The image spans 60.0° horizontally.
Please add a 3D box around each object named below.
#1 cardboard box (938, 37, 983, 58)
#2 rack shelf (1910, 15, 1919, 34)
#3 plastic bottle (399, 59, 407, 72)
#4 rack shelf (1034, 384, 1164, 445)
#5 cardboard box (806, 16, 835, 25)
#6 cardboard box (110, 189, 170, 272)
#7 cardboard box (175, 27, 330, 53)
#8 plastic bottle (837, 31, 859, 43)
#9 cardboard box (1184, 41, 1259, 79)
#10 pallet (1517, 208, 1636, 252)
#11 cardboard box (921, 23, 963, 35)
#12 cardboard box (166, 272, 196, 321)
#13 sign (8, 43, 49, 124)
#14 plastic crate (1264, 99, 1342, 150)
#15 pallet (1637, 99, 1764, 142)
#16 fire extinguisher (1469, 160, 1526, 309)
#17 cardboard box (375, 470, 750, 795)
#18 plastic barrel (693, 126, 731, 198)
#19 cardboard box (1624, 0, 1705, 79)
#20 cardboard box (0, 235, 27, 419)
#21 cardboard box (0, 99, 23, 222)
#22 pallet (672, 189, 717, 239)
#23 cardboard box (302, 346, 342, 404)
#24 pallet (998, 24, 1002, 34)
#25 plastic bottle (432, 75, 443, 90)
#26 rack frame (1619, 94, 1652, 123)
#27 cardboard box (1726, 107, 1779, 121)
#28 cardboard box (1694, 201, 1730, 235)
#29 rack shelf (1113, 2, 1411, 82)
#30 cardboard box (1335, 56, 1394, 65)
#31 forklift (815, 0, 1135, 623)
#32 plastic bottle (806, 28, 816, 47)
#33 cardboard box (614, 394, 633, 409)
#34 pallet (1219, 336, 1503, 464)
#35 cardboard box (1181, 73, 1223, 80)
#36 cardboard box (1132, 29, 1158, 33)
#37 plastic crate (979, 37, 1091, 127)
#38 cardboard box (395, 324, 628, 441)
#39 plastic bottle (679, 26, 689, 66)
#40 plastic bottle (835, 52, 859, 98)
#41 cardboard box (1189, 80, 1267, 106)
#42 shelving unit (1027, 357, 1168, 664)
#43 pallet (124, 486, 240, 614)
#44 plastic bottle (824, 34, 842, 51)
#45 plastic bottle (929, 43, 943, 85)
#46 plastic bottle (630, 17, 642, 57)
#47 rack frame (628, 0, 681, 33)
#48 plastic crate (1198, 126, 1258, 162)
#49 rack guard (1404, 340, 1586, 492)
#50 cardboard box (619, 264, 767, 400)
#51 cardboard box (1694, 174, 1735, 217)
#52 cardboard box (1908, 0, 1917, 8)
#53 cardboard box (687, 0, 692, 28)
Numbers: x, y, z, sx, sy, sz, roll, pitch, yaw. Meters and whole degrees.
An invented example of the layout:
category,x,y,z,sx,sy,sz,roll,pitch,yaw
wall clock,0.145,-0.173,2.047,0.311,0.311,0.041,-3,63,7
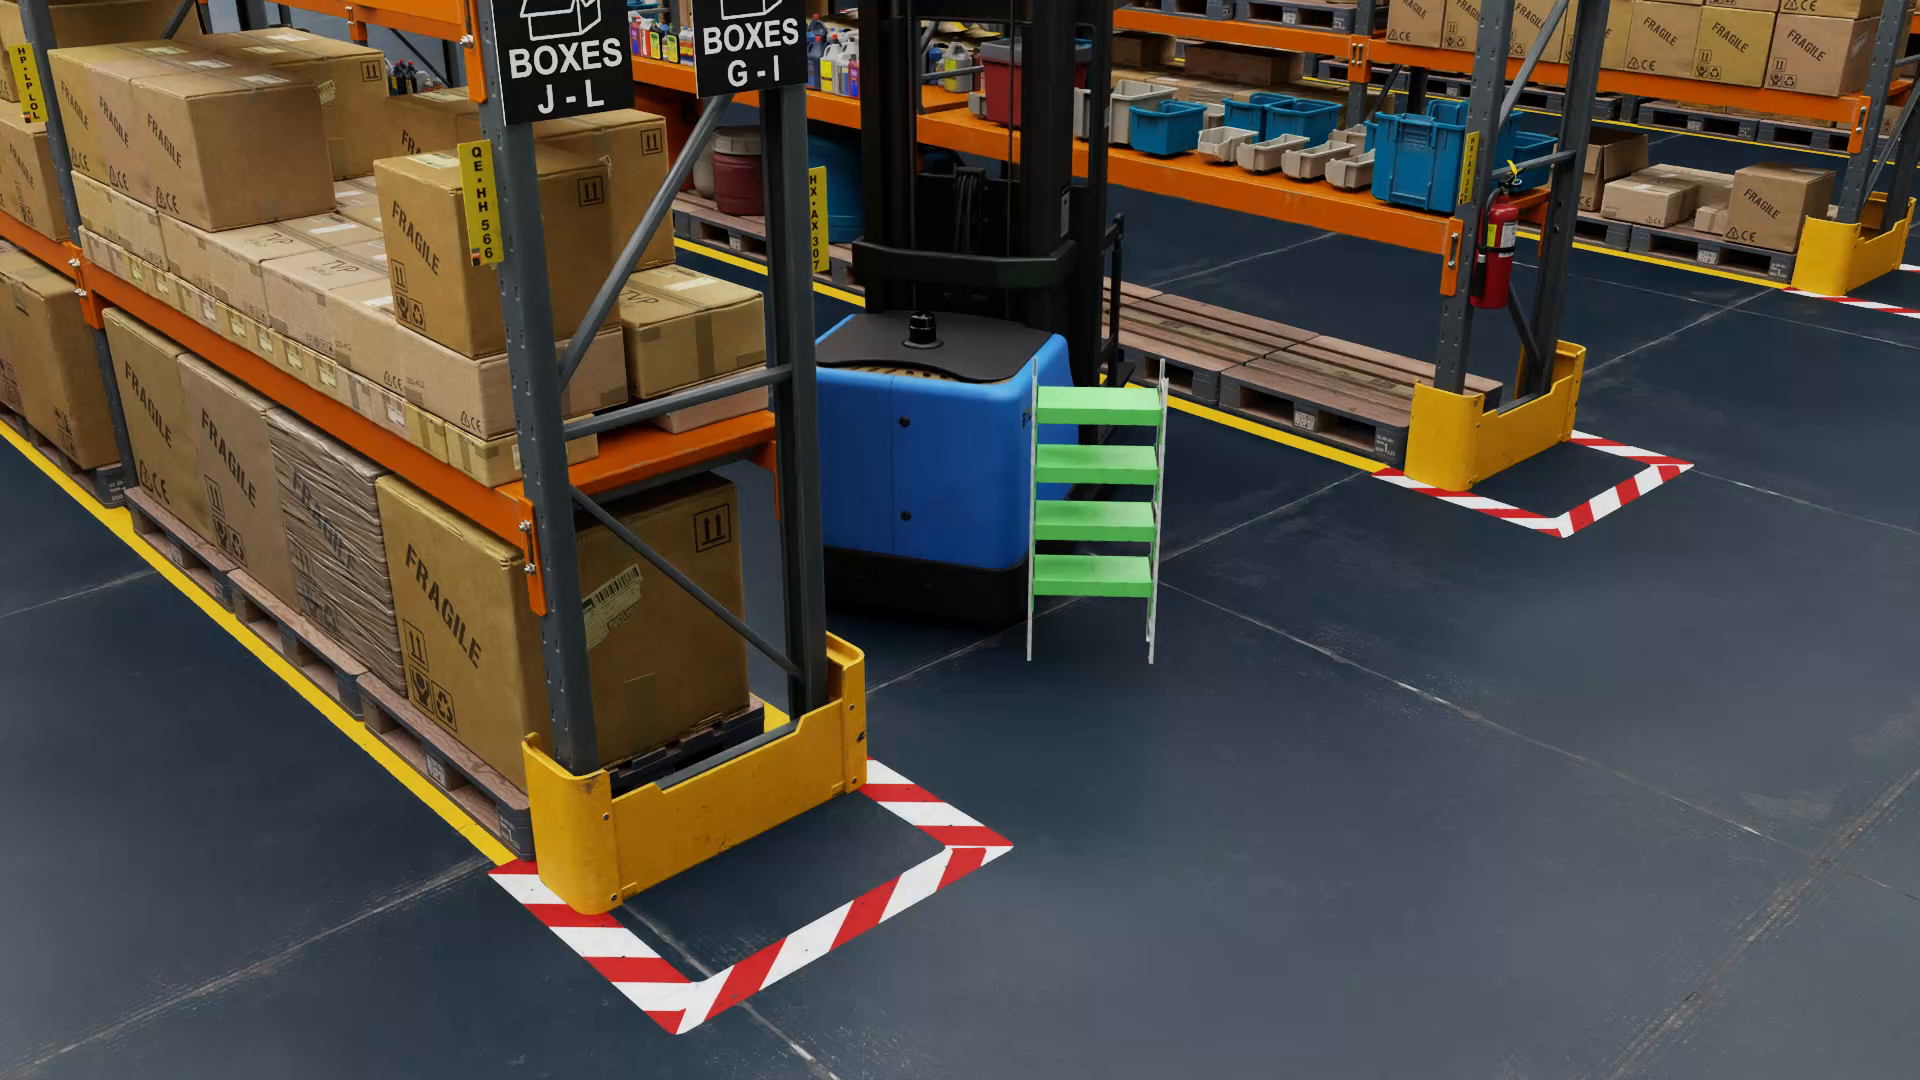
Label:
category,x,y,z,sx,sy,sz,roll,pitch,yaw
cardboard box,0.007,-5.080,17.403,0.500,0.311,0.500,-22,32,-39
rack shelf,8.619,-4.902,15.748,1.077,0.370,4.000,-21,32,-38
plastic bottle,-5.826,-4.863,17.457,0.185,0.351,0.144,22,33,40
rack shelf,0.527,-0.483,6.361,0.480,0.148,0.258,1,25,3
cardboard box,-1.729,-5.852,19.094,0.500,0.311,0.500,-21,32,-38
cardboard box,-3.129,-1.318,6.847,0.500,0.250,0.500,-21,32,-39
cardboard box,-3.086,-1.964,7.361,0.500,0.500,0.500,-20,31,-37
plastic bottle,-0.809,-3.567,12.105,0.152,0.276,0.135,-21,32,-38
cardboard box,2.459,-4.503,15.585,0.500,0.250,0.500,-22,32,-39
pallet,4.945,-2.582,13.155,1.003,0.211,1.213,-21,32,-38
cardboard box,-0.303,-5.545,18.422,0.500,0.311,0.500,-22,32,-39
cardboard box,-2.920,-1.005,6.643,0.380,0.149,0.250,-22,32,-39
sign,-3.985,-1.953,7.118,0.100,0.325,0.005,-21,32,-38
plastic crate,1.926,-2.331,9.375,0.416,0.233,0.300,-21,32,-38
pallet,7.715,-4.314,16.952,1.003,0.211,1.213,-21,32,-38
fire extinguisher,2.526,-1.433,7.820,0.296,0.674,0.183,-21,32,-38
cardboard box,-1.357,0.197,5.759,0.875,0.875,0.875,-21,32,-38
plastic barrel,-1.916,-3.007,13.218,0.421,0.512,0.421,0,25,0
cardboard box,5.173,-3.630,11.972,0.500,0.500,0.500,-21,32,-38
cardboard box,-4.659,-1.303,9.045,0.875,0.875,1.225,22,33,40
cardboard box,-4.447,-1.881,8.139,0.500,0.500,0.500,-20,31,-37
pallet,-2.145,-2.741,13.503,1.003,0.211,1.213,-21,32,-38
cardboard box,-2.044,-0.617,5.791,0.380,0.149,0.250,-22,33,-40
pallet,1.299,-7.184,23.242,1.003,0.211,1.213,-21,32,-38
plastic bottle,-5.346,-4.628,17.038,0.097,0.271,0.097,0,25,0
rack frame,7.252,-5.835,16.927,1.000,3.000,0.127,-21,32,-38
cardboard box,8.029,-4.480,16.462,0.700,0.500,0.500,-22,32,-39
cardboard box,5.610,-2.371,12.217,0.380,0.166,0.250,-21,32,-38
rack shelf,2.271,-4.707,15.321,1.077,0.370,4.000,-21,32,-38
cardboard box,4.925,-6.000,19.372,0.750,0.750,0.750,-22,32,-39
forklift,0.195,-1.580,7.681,1.130,2.935,3.031,8,26,16
plastic bottle,-1.107,-3.626,12.240,0.097,0.271,0.097,0,25,0
cardboard box,-1.039,-0.572,5.692,0.380,0.149,0.250,-22,32,-39
pallet,2.219,-0.805,9.260,1.003,0.211,1.213,-21,32,-38
cardboard box,2.432,-4.173,15.764,0.500,0.500,0.500,22,33,40
cardboard box,2.689,-6.961,21.877,0.700,0.500,0.500,-22,32,-39
plastic crate,0.447,-2.739,9.991,0.402,0.464,0.583,-21,32,-38
cardboard box,-1.386,-0.546,5.156,0.500,0.250,0.500,-22,32,-39
plastic bottle,-2.030,-3.662,12.318,0.097,0.271,0.097,0,25,0
plastic bottle,-0.735,-3.107,11.095,0.152,0.276,0.135,-21,32,-38
cardboard box,2.418,-3.864,15.087,0.500,0.500,0.500,-21,32,-38
shelving unit,0.527,-0.105,6.534,0.503,1.200,0.258,1,25,3
pallet,-3.133,-0.098,7.711,1.003,0.211,1.213,-21,32,-38
plastic bottle,-0.868,-3.285,11.396,0.144,0.351,0.185,-21,32,-38
plastic bottle,-0.169,-3.298,11.520,0.097,0.271,0.097,0,25,0
plastic bottle,-2.463,-3.848,12.712,0.061,0.283,0.133,-21,32,-38
rack frame,-2.714,-4.236,13.422,1.000,3.000,0.127,-21,32,-38
plastic crate,1.453,-2.170,9.137,0.298,0.136,0.250,-21,32,-38
rack guard,2.780,-0.672,8.620,1.175,0.500,0.348,-21,32,-38
cardboard box,-0.992,-0.697,5.486,0.500,0.250,0.500,-22,33,-40
cardboard box,5.866,-2.563,12.536,0.500,0.250,0.500,-21,32,-38
cardboard box,6.262,-3.926,11.418,0.500,0.500,0.500,-20,31,-37
cardboard box,-2.984,-6.517,20.326,0.500,0.500,0.500,-21,32,-38
